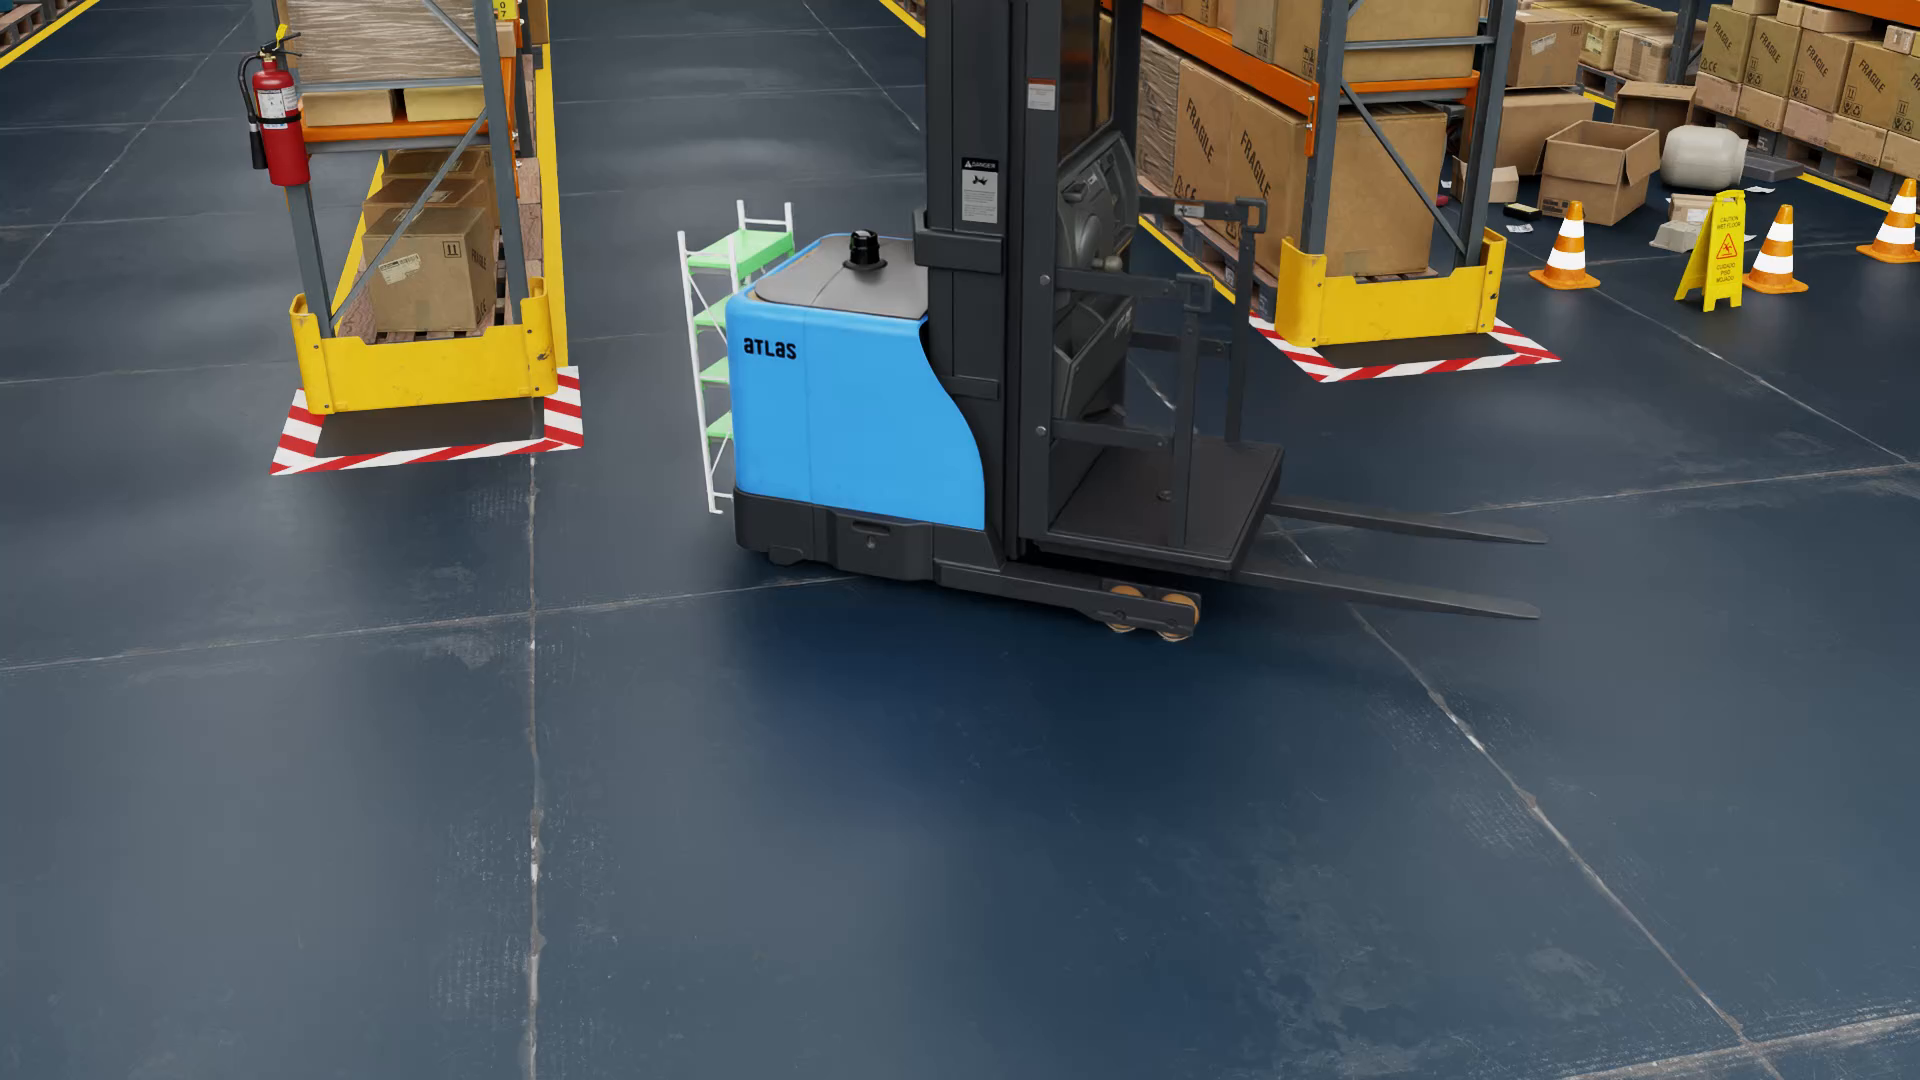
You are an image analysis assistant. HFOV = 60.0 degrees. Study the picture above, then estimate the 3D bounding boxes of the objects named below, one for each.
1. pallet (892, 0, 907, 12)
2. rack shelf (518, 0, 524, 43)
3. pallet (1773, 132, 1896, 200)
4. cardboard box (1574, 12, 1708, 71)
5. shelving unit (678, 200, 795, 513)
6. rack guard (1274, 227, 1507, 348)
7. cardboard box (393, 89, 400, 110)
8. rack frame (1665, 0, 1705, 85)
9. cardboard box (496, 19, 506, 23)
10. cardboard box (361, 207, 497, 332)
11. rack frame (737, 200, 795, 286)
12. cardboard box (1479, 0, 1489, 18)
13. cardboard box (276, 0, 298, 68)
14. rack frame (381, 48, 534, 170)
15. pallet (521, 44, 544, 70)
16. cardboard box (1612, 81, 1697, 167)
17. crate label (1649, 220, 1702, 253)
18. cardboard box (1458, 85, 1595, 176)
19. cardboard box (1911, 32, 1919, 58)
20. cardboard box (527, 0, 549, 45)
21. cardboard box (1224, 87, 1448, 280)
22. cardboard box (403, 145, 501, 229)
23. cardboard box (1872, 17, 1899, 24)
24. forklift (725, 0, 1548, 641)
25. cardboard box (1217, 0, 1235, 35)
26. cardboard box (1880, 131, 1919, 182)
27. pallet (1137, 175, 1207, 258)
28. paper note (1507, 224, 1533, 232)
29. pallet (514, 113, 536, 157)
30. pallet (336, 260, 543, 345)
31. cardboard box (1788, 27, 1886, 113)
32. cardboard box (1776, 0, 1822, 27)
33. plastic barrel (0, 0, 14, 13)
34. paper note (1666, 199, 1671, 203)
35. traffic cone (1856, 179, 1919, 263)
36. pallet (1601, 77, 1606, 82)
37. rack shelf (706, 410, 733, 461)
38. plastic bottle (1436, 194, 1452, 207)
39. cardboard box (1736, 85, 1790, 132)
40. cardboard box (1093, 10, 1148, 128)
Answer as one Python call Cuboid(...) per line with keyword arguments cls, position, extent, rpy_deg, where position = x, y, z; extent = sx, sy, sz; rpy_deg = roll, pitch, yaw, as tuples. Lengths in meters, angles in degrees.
Cuboid(cls="pallet", position=(-0.236, -6.174, 18.747), extent=(1.003, 0.211, 1.213), rpy_deg=(-6, 27, -12))
Cuboid(cls="rack shelf", position=(-3.916, -4.346, 12.829), extent=(1.077, 0.370, 4.000), rpy_deg=(-6, 27, -12))
Cuboid(cls="pallet", position=(6.654, -2.722, 11.910), extent=(1.003, 0.211, 1.213), rpy_deg=(-6, 27, -12))
Cuboid(cls="cardboard box", position=(5.904, -4.355, 14.499), extent=(0.950, 0.372, 0.625), rpy_deg=(-4, 27, -8))
Cuboid(cls="shelving unit", position=(-0.871, -0.747, 6.887), extent=(0.258, 1.200, 0.503), rpy_deg=(8, 28, 20))
Cuboid(cls="rack guard", position=(2.297, -1.366, 8.901), extent=(1.175, 0.500, 0.348), rpy_deg=(-6, 27, -12))
Cuboid(cls="cardboard box", position=(-2.885, -2.135, 7.929), extent=(0.380, 0.149, 0.250), rpy_deg=(-6, 27, -12))
Cuboid(cls="rack frame", position=(6.190, -4.795, 12.922), extent=(1.000, 3.000, 0.127), rpy_deg=(-6, 27, -12))
Cuboid(cls="cardboard box", position=(-2.807, -2.952, 9.549), extent=(0.380, 0.149, 0.250), rpy_deg=(-6, 27, -12))
Cuboid(cls="cardboard box", position=(-2.688, -1.380, 8.464), extent=(0.500, 0.500, 0.500), rpy_deg=(-1, 27, -2))
Cuboid(cls="rack frame", position=(-0.783, -0.850, 7.090), extent=(0.240, 1.200, 0.015), rpy_deg=(8, 28, 20))
Cuboid(cls="cardboard box", position=(5.406, -5.317, 16.405), extent=(0.950, 0.372, 0.625), rpy_deg=(-8, 28, -15))
Cuboid(cls="cardboard box", position=(-2.891, -2.662, 8.254), extent=(0.875, 0.500, 0.500), rpy_deg=(-6, 27, -12))
Cuboid(cls="rack frame", position=(-3.466, -3.789, 10.928), extent=(1.000, 3.000, 0.127), rpy_deg=(-6, 27, -12))
Cuboid(cls="pallet", position=(-4.471, -4.654, 15.736), extent=(1.003, 0.211, 1.213), rpy_deg=(-6, 27, -12))
Cuboid(cls="cardboard box", position=(5.105, -3.072, 12.278), extent=(0.500, 0.500, 0.500), rpy_deg=(13, 30, 24))
Cuboid(cls="crate label", position=(4.495, -1.896, 10.354), extent=(0.250, 0.136, 0.298), rpy_deg=(-23, 35, -38))
Cuboid(cls="cardboard box", position=(4.010, -2.909, 11.804), extent=(0.797, 0.637, 0.503), rpy_deg=(-6, 27, -12))
Cuboid(cls="cardboard box", position=(6.455, -3.214, 10.822), extent=(0.380, 0.149, 0.250), rpy_deg=(-5, 27, -11))
Cuboid(cls="cardboard box", position=(-4.502, -5.089, 15.395), extent=(1.225, 0.875, 0.875), rpy_deg=(-7, 28, -14))
Cuboid(cls="cardboard box", position=(2.074, -2.022, 9.319), extent=(0.875, 0.875, 0.875), rpy_deg=(-6, 27, -11))
Cuboid(cls="cardboard box", position=(-3.061, -2.166, 10.020), extent=(0.500, 0.500, 0.500), rpy_deg=(-8, 28, -16))
Cuboid(cls="cardboard box", position=(6.701, -3.634, 12.375), extent=(0.500, 0.500, 0.500), rpy_deg=(-5, 27, -11))
Cuboid(cls="forklift", position=(0.685, -1.213, 5.901), extent=(3.031, 2.935, 1.130), rpy_deg=(9, 28, 17))
Cuboid(cls="cardboard box", position=(2.014, -3.215, 9.625), extent=(0.875, 0.550, 0.550), rpy_deg=(-6, 27, -12))
Cuboid(cls="cardboard box", position=(6.538, -2.555, 11.068), extent=(0.500, 0.250, 0.500), rpy_deg=(-6, 27, -11))
Cuboid(cls="pallet", position=(1.763, -2.125, 10.726), extent=(1.003, 0.211, 1.213), rpy_deg=(-6, 27, -12))
Cuboid(cls="paper note", position=(3.601, -2.008, 10.697), extent=(0.144, 0.017, 0.142), rpy_deg=(3, 27, 6))
Cuboid(cls="pallet", position=(-3.642, -2.886, 12.233), extent=(1.003, 0.211, 1.213), rpy_deg=(-6, 27, -12))
Cuboid(cls="pallet", position=(-2.730, -1.182, 8.857), extent=(1.003, 0.211, 1.213), rpy_deg=(-6, 27, -12))
Cuboid(cls="cardboard box", position=(6.307, -3.342, 11.795), extent=(0.500, 0.500, 0.500), rpy_deg=(-5, 27, -9))
Cuboid(cls="cardboard box", position=(6.147, -3.807, 11.996), extent=(0.380, 0.149, 0.250), rpy_deg=(-5, 27, -10))
Cuboid(cls="plastic barrel", position=(-9.988, -5.808, 16.791), extent=(0.600, 0.901, 0.708), rpy_deg=(-6, 27, -12))
Cuboid(cls="paper note", position=(4.893, -2.310, 11.305), extent=(0.148, 0.019, 0.142), rpy_deg=(3, 27, 6))
Cuboid(cls="traffic cone", position=(5.737, -1.964, 10.129), extent=(0.336, 0.463, 0.334), rpy_deg=(-6, 27, -12))
Cuboid(cls="pallet", position=(5.734, -4.429, 15.290), extent=(1.003, 0.211, 1.213), rpy_deg=(-6, 27, -12))
Cuboid(cls="rack shelf", position=(-0.859, -0.474, 7.019), extent=(0.258, 0.148, 0.480), rpy_deg=(8, 28, 20))
Cuboid(cls="plastic bottle", position=(3.182, -2.291, 11.220), extent=(0.283, 0.061, 0.133), rpy_deg=(-16, 31, -29))
Cuboid(cls="cardboard box", position=(6.191, -3.236, 12.417), extent=(0.500, 0.250, 0.500), rpy_deg=(-4, 27, -9))
Cuboid(cls="cardboard box", position=(1.463, -3.204, 11.661), extent=(0.875, 0.875, 0.875), rpy_deg=(-6, 27, -11))
